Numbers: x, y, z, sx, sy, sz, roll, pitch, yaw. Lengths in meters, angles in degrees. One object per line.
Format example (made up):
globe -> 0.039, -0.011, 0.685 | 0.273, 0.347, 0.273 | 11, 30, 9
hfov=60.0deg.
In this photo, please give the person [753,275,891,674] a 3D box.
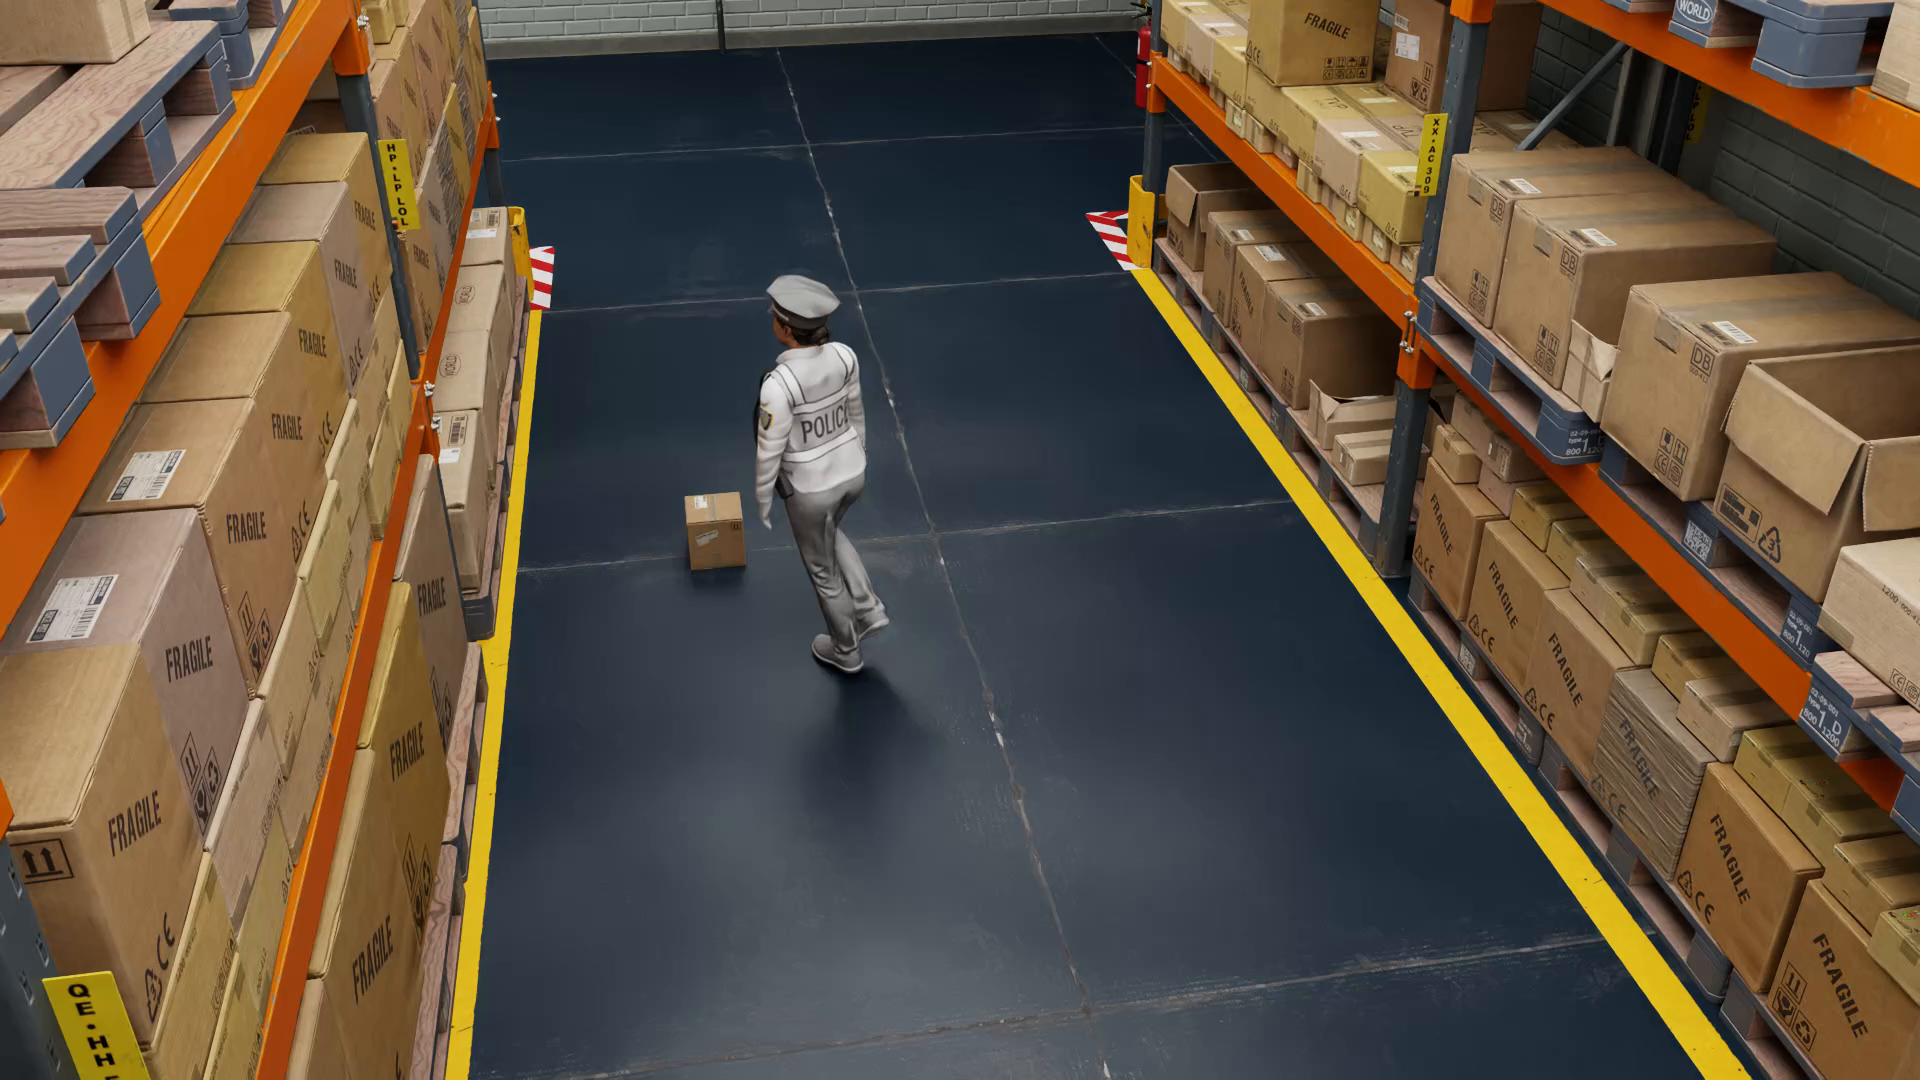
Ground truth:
person -> -0.539, -0.218, 6.439 | 0.442, 1.676, 0.551 | 25, 39, 36
